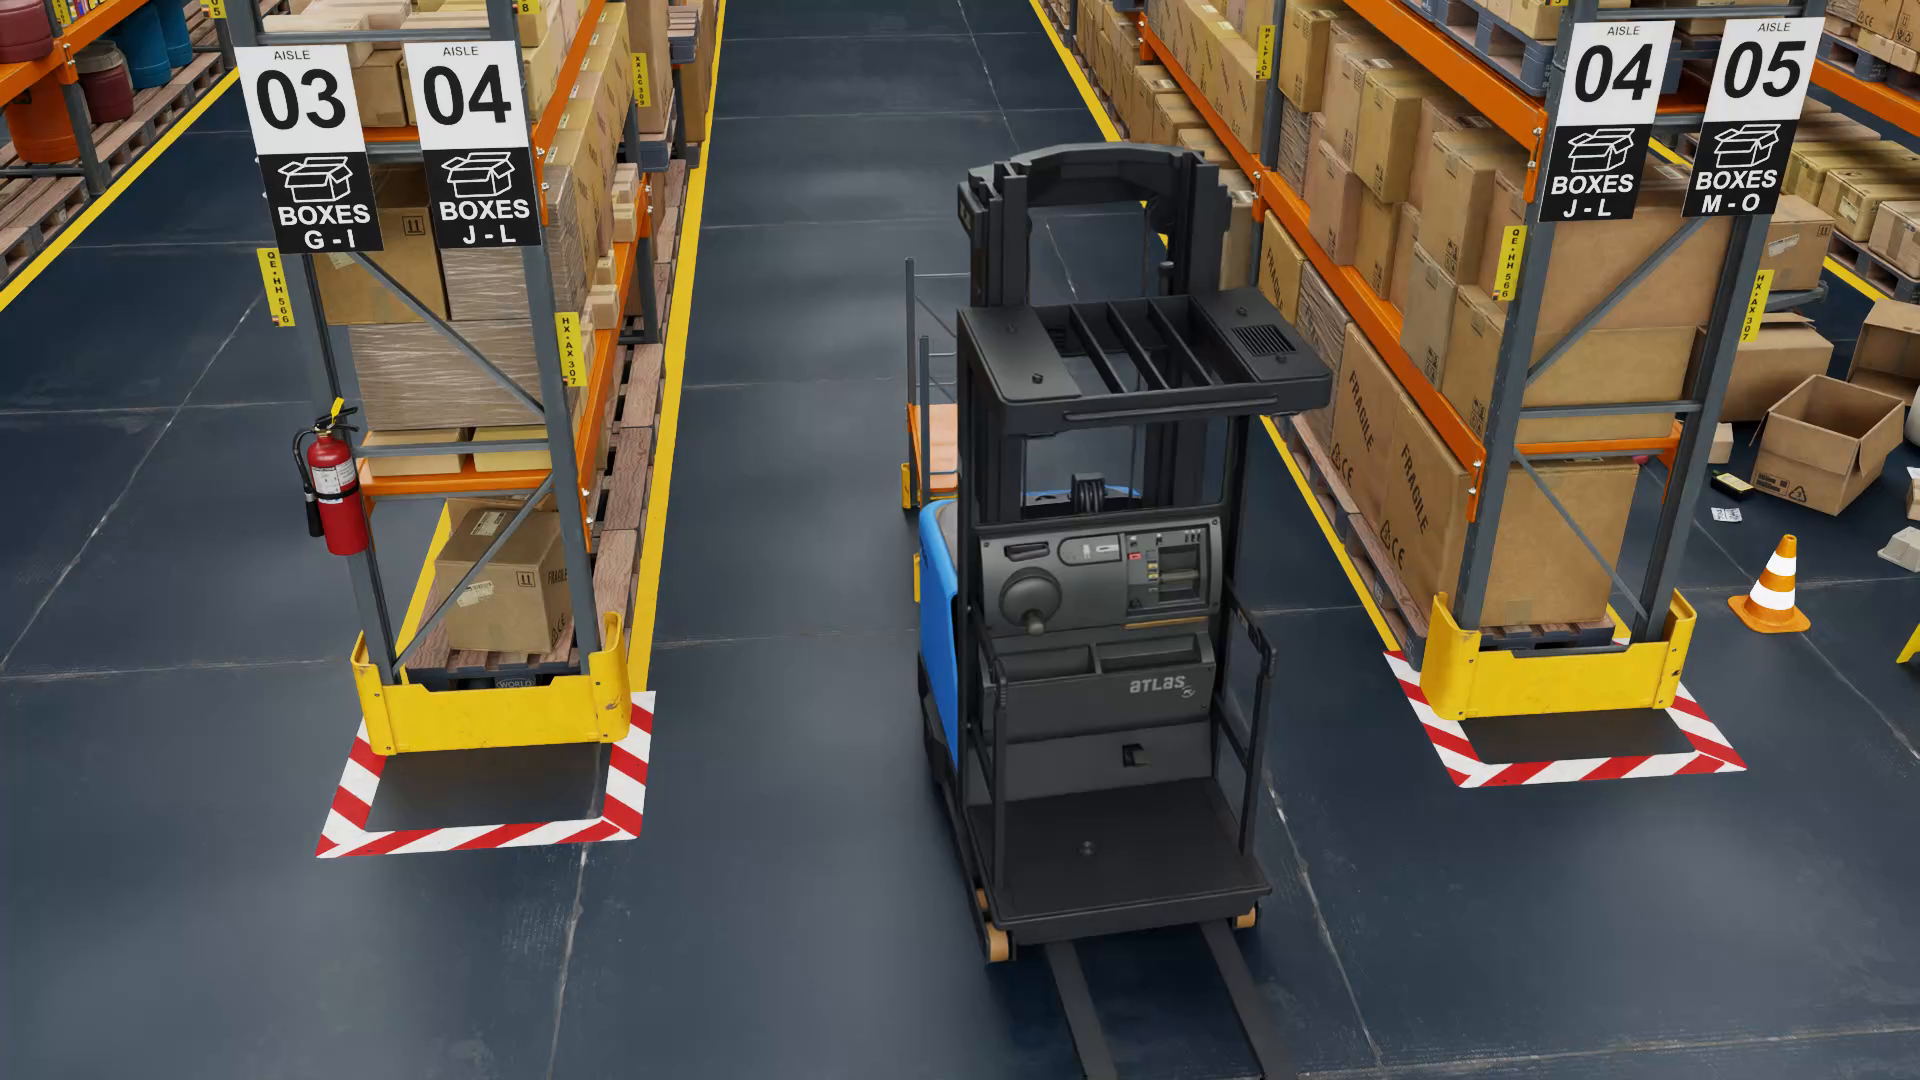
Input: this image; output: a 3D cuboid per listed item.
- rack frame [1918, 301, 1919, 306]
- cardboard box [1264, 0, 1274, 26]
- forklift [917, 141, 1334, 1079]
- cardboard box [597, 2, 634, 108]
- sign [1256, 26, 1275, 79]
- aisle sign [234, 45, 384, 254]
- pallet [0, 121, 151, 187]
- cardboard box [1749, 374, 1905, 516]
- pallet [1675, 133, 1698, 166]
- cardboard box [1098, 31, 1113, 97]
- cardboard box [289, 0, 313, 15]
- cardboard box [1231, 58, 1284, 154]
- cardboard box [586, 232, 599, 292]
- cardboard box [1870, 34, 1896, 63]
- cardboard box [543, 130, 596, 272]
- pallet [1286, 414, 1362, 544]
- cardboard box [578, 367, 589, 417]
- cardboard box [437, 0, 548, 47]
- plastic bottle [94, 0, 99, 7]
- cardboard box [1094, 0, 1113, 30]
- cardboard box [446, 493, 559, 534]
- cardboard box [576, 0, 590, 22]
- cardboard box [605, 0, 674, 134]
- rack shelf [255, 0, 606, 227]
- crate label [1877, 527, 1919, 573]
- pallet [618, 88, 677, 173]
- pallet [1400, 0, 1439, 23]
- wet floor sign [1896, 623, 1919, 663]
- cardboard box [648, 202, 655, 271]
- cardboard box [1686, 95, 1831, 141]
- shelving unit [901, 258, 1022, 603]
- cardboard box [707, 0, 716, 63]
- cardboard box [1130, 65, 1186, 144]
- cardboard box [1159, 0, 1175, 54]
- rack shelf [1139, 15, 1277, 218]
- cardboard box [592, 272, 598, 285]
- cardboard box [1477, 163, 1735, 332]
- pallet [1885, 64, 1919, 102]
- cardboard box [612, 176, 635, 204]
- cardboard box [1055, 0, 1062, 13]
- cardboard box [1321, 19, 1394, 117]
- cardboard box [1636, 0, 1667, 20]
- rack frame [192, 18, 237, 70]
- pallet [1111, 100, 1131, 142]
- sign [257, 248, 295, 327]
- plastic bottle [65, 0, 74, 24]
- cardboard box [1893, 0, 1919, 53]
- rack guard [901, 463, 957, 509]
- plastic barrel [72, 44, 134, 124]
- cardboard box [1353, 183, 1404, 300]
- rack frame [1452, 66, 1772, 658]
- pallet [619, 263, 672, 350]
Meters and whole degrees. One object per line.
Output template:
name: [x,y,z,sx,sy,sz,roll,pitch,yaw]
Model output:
rack frame: [7.364,-2.894,11.171,1.000,3.000,0.127,-3,31,-5]
cardboard box: [2.392,-3.331,10.829,0.700,0.500,0.500,-3,31,-5]
forklift: [0.578,0.184,6.083,1.130,2.935,3.031,-5,31,-9]
cardboard box: [-2.187,-2.803,9.655,0.500,0.500,0.500,-3,31,-5]
sign: [1.905,-3.038,10.359,0.100,0.325,0.005,-3,31,-5]
aisle sign: [-2.422,-1.447,6.213,0.394,0.787,0.004,-3,31,-5]
pallet: [-7.923,-3.428,14.783,1.003,0.211,1.213,-3,31,-5]
cardboard box: [5.053,-0.556,9.690,0.637,0.503,0.797,27,40,37]
pallet: [7.061,-3.340,14.637,1.003,0.211,1.213,-3,31,-5]
cardboard box: [1.639,-4.613,16.076,0.500,0.500,0.500,-4,31,-7]
cardboard box: [-2.508,-2.172,6.793,0.380,0.149,0.250,-4,31,-7]
cardboard box: [2.130,-2.902,11.086,0.500,0.500,0.500,-3,31,-5]
cardboard box: [-2.358,-1.593,8.604,0.875,0.500,0.500,-3,31,-5]
cardboard box: [6.946,-3.612,12.207,0.380,0.149,0.250,-3,31,-4]
cardboard box: [-1.949,-1.527,7.518,0.500,0.500,0.500,-3,31,-5]
pallet: [2.555,-0.392,9.701,1.003,0.211,1.213,-3,31,-5]
cardboard box: [-1.931,-0.683,7.714,0.380,0.149,0.250,-3,31,-5]
cardboard box: [-1.853,-2.061,6.607,0.380,0.149,0.250,-2,31,-4]
plastic bottle: [-7.566,-4.740,14.455,0.097,0.201,0.097,0,31,0]
cardboard box: [1.599,-5.197,16.322,0.500,0.250,0.500,-2,31,-3]
cardboard box: [-2.261,-0.108,8.533,0.500,0.500,0.500,5,31,8]
cardboard box: [-2.067,-2.641,7.967,0.500,0.250,0.500,-2,31,-3]
cardboard box: [-2.438,-3.270,10.804,1.000,1.000,1.000,-3,31,-4]
rack shelf: [-2.316,-2.377,8.081,1.077,0.370,4.000,-3,31,-5]
crate label: [5.204,0.047,9.037,0.250,0.136,0.298,-20,36,-30]
pallet: [-2.430,-2.734,11.090,1.003,0.211,1.213,-3,31,-5]
pallet: [2.621,-2.816,8.200,1.003,0.211,1.213,-3,31,-5]
wet floor sign: [4.792,0.367,8.006,0.267,0.644,0.232,-8,32,-13]
cardboard box: [-2.565,-2.094,11.840,0.700,0.500,0.500,-3,31,-5]
cardboard box: [7.033,-3.700,14.672,0.950,0.372,0.625,-5,31,-8]
shelving unit: [0.007,-0.605,8.800,0.587,1.500,1.083,-3,31,-5]
cardboard box: [-3.171,-5.446,17.105,1.225,0.875,0.875,-3,31,-4]
cardboard box: [2.038,-3.547,14.048,1.050,0.750,0.750,-3,31,-5]
cardboard box: [1.894,-4.189,13.241,0.500,0.500,0.500,-3,31,-5]
rack shelf: [2.258,-3.318,12.581,1.077,0.370,4.000,-3,31,-5]
cardboard box: [-2.118,-1.318,8.777,0.380,0.149,0.250,-3,31,-5]
cardboard box: [2.822,-1.283,7.273,0.875,0.550,0.550,-3,31,-5]
pallet: [7.437,-3.209,11.885,1.003,0.211,1.213,-3,31,-5]
cardboard box: [-2.176,-2.088,10.065,0.380,0.149,0.250,-3,31,-5]
cardboard box: [1.291,-6.099,18.906,0.380,0.149,0.250,-4,31,-6]
cardboard box: [2.612,-2.668,9.593,0.875,0.550,0.550,-3,31,-5]
cardboard box: [3.081,-2.287,6.967,0.380,0.149,0.250,-2,31,-4]
rack frame: [-8.182,-6.267,16.816,1.000,3.000,0.127,-3,31,-5]
pallet: [1.999,-3.850,15.489,1.003,0.211,1.213,-3,31,-5]
sign: [-2.684,-0.994,6.551,0.100,0.325,0.005,-3,31,-5]
plastic bottle: [-7.510,-4.466,13.927,0.097,0.271,0.097,0,31,0]
cardboard box: [7.044,-3.723,11.761,0.500,0.500,0.500,-3,31,-4]
rack guard: [-0.039,-0.323,9.546,0.587,0.250,0.087,-3,31,-5]
plastic barrel: [-7.976,-4.195,15.290,0.600,0.588,0.708,-3,31,-5]
cardboard box: [2.647,-1.655,8.950,0.875,0.550,0.500,-3,31,-5]
rack frame: [2.818,-0.563,7.268,1.000,3.000,0.127,-3,31,-5]
pallet: [-2.577,-1.620,11.756,1.003,0.211,1.213,-3,31,-5]
